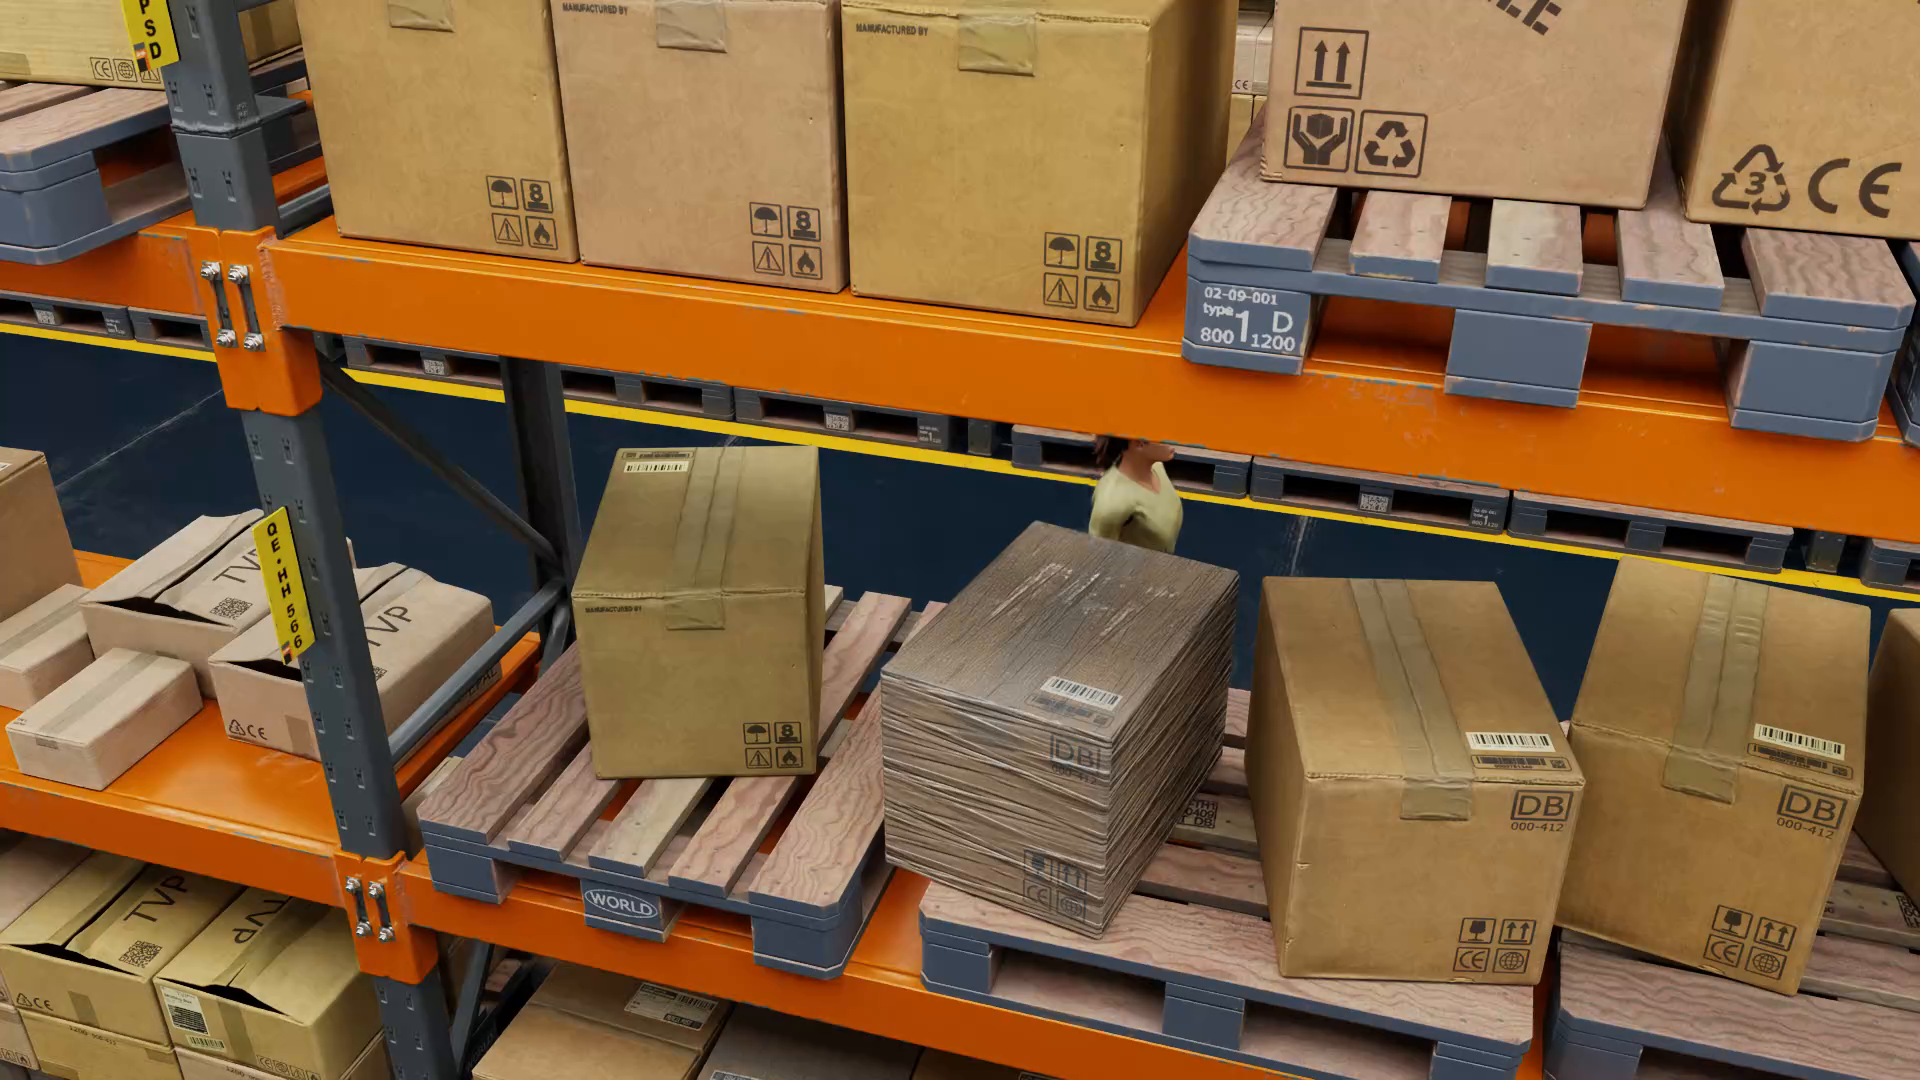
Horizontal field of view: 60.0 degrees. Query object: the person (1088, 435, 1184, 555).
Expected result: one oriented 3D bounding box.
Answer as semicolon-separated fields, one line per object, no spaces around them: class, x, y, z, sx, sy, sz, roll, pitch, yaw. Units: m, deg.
person;0.531;0.216;5.768;0.961;1.608;0.451;10;31;17
